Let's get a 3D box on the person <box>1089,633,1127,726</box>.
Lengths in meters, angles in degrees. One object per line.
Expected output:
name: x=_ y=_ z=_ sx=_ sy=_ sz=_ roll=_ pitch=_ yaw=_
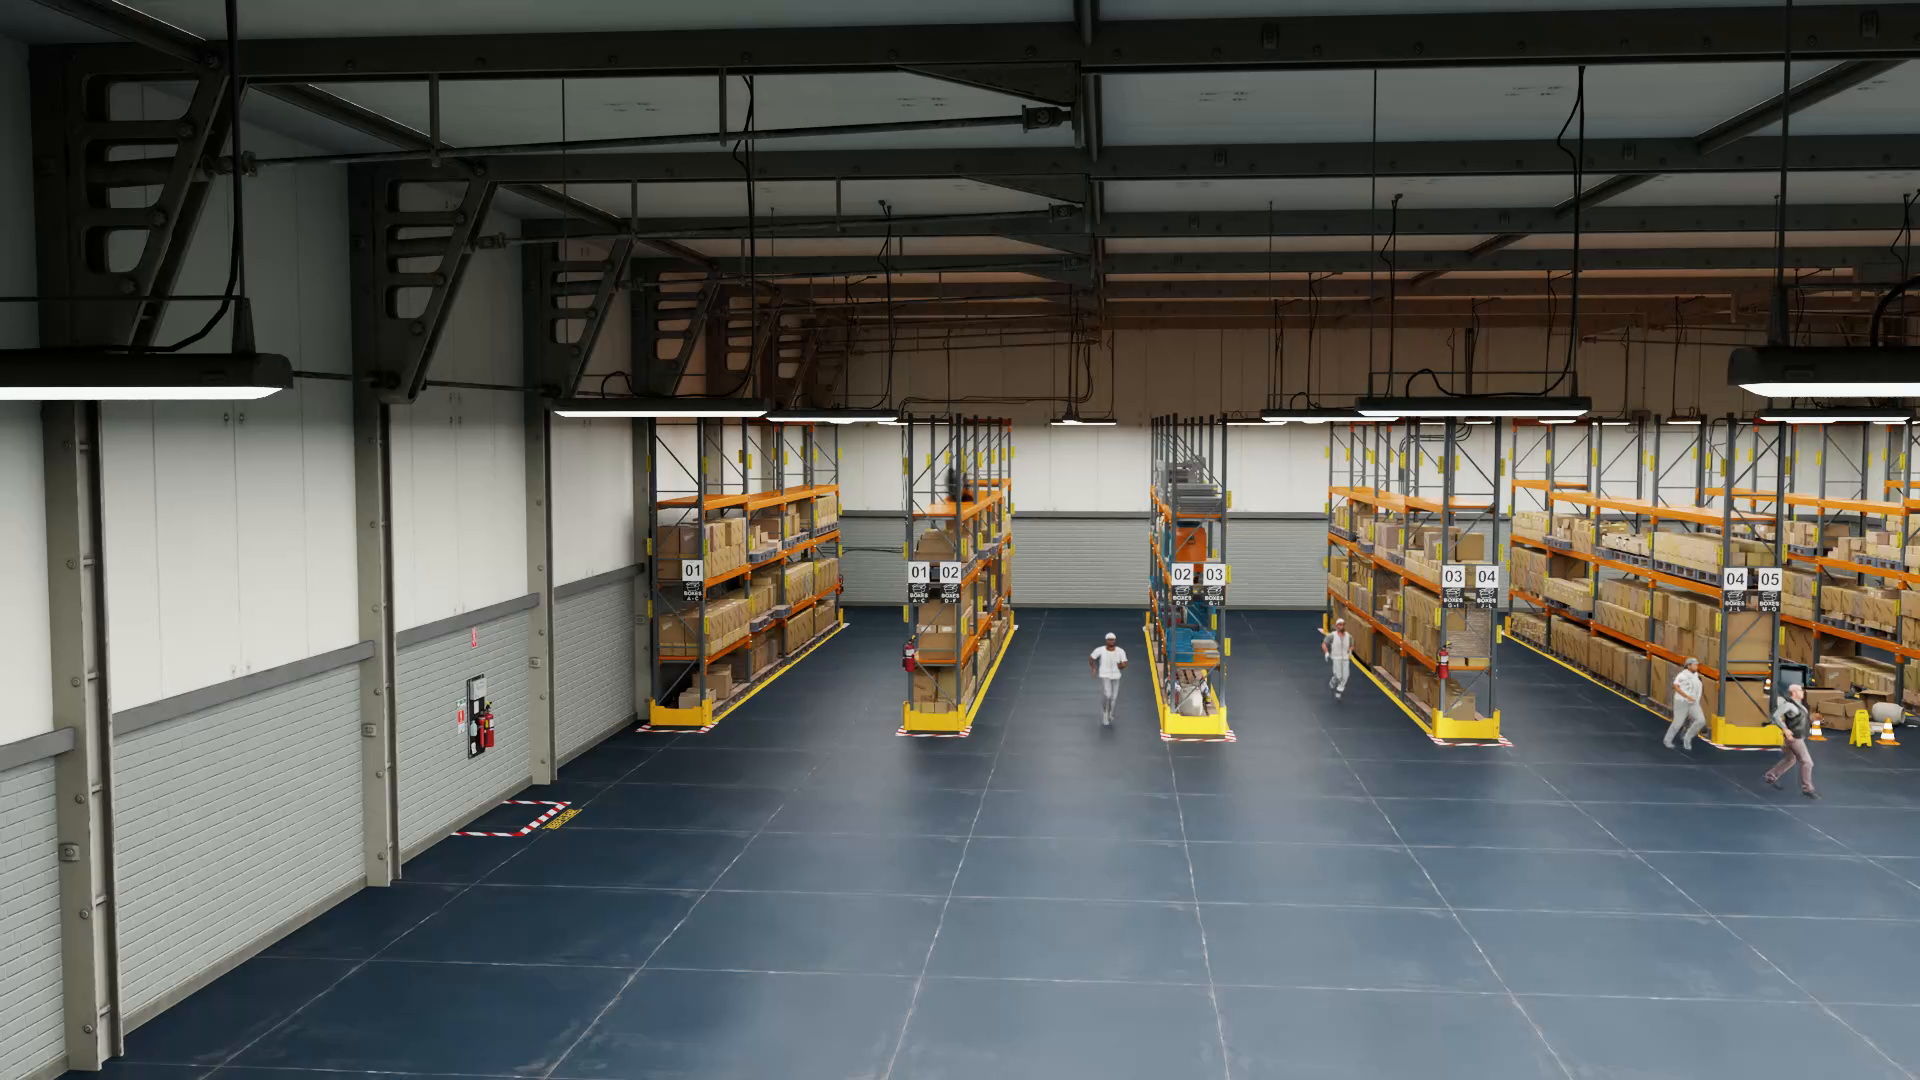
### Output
person: x=2.893 y=2.685 z=32.109 sx=0.671 sy=1.801 sz=0.728 roll=-1 pitch=4 yaw=-11

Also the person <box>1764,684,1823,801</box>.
person: x=12.950 y=3.109 z=25.792 sx=0.877 sy=1.753 sz=0.638 roll=3 pitch=5 yaw=39

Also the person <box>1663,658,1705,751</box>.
person: x=13.001 y=2.924 z=29.675 sx=0.678 sy=1.655 sz=0.639 roll=-2 pitch=4 yaw=-22

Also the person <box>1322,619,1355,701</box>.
person: x=7.950 y=2.514 z=34.725 sx=0.651 sy=1.743 sz=0.585 roll=0 pitch=4 yaw=-6
